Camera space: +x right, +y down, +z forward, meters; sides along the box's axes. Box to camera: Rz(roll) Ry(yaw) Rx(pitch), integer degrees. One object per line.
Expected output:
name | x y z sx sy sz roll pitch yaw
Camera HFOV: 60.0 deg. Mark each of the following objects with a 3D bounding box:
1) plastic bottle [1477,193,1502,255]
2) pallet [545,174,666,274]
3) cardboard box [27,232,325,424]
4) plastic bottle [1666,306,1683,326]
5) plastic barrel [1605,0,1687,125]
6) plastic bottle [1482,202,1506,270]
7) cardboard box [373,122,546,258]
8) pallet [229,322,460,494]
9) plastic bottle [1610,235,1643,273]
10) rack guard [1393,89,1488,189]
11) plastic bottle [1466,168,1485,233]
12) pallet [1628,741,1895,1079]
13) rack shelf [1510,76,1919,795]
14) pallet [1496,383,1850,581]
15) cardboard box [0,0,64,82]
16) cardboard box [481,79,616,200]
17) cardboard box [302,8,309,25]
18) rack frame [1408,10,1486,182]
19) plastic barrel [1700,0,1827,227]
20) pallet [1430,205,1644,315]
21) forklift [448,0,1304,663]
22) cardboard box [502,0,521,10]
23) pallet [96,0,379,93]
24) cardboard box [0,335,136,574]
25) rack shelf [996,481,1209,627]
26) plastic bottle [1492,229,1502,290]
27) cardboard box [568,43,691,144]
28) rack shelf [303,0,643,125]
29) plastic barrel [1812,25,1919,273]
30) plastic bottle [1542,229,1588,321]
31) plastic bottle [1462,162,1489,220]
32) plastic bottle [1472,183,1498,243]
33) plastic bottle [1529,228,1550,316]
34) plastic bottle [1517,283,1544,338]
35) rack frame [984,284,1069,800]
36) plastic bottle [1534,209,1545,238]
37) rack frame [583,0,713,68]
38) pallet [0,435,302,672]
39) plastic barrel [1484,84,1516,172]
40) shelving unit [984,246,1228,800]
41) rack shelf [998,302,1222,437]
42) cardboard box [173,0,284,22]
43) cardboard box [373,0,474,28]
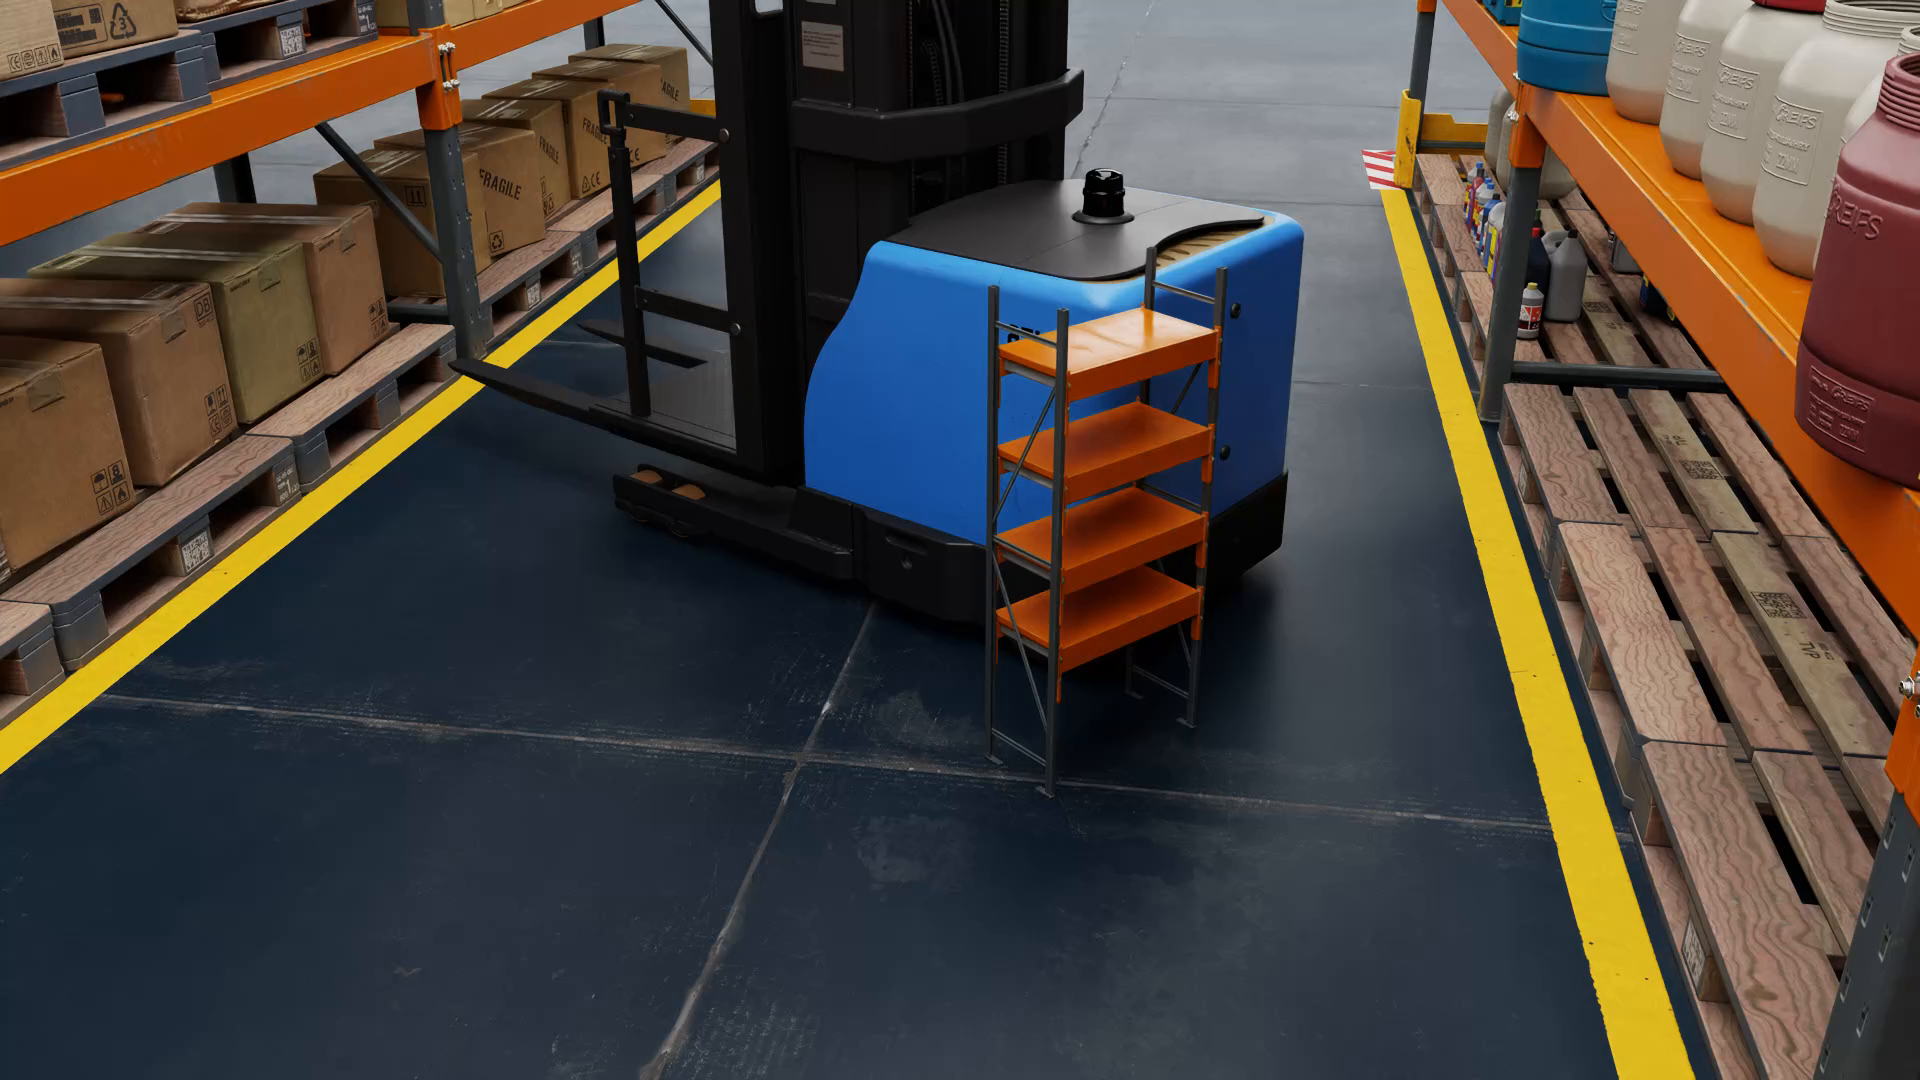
plastic bottle | 2.378 -1.410 7.424 0.097 0.271 0.097 0 25 0
pallet | -2.181 -1.656 8.538 1.003 0.211 1.213 4 25 9
cardboard box | -2.671 -0.737 5.716 0.700 0.500 0.500 4 25 8
plastic bottle | 2.838 -0.996 6.526 0.061 0.283 0.133 4 25 9
plastic barrel | 2.060 -1.457 4.664 0.433 0.535 0.433 0 25 0
plastic bottle | 2.369 -1.318 7.222 0.152 0.276 0.135 4 25 9
cardboard box | -2.262 -1.586 7.554 0.500 0.500 0.500 13 28 25
pallet | -2.579 -0.535 6.144 1.003 0.211 1.213 4 25 9
plastic bottle | 2.925 -1.311 7.207 0.152 0.276 0.135 4 25 9
rack guard | 3.121 -2.286 9.544 1.175 0.500 0.348 4 25 9
plastic bottle | 2.428 -1.592 7.798 0.061 0.283 0.133 4 25 9
pallet | 1.944 0.834 3.219 1.003 0.211 1.213 4 25 9
rack shelf | 2.106 -0.618 3.881 1.077 0.370 4.000 4 25 9
pallet | 2.343 -0.186 5.399 1.003 0.211 1.213 4 25 9
cardboard box | -2.606 -1.258 4.081 0.500 0.250 0.500 3 25 7
cardboard box | -2.103 -2.082 8.612 0.500 0.500 0.500 6 26 13
cardboard box | -2.708 -2.120 6.537 0.380 0.149 0.250 4 25 9
rack frame | 3.087 -3.453 9.089 1.000 3.000 0.127 4 25 9
plastic barrel | 1.870 -0.969 3.622 0.433 0.535 0.433 0 25 0
pallet | 2.781 -1.307 7.794 1.003 0.211 1.213 4 25 9
forklift | -0.490 -1.491 4.978 3.031 2.935 1.130 18 31 34
cardboard box | -2.054 -2.289 6.898 0.380 0.149 0.250 4 25 9
pallet | -2.722 -1.727 5.628 1.003 0.211 1.213 4 25 9
cardboard box | -2.853 -0.270 4.718 0.700 0.500 0.500 6 26 13
rack shelf | 0.330 0.025 3.940 0.480 0.148 0.258 -20 31 -36
plastic bottle | 2.271 -1.190 6.939 0.061 0.283 0.133 6 26 12
cardboard box | -1.918 -2.595 9.708 0.500 0.500 0.500 9 27 18
rack shelf | -2.126 -2.634 8.188 1.077 0.370 4.000 4 25 9
plastic barrel | 1.737 -0.603 2.868 0.421 0.512 0.421 0 25 0
plastic bottle | 2.396 -1.059 6.580 0.144 0.351 0.185 4 25 9
plastic bottle | 2.483 -1.680 8.001 0.097 0.271 0.097 0 25 0
plastic bottle | 2.411 -1.495 7.605 0.097 0.271 0.097 0 25 0
plastic bottle | 2.254 -1.069 6.602 0.144 0.351 0.185 3 25 7
plastic bottle | 2.185 -0.886 6.385 0.097 0.201 0.097 0 25 0
rack frame | 0.143 0.030 3.770 0.015 1.200 0.240 -20 31 -36
plastic bottle | 2.444 -1.258 7.084 0.061 0.283 0.133 4 25 9
rack frame | -1.799 -3.796 9.822 1.000 3.000 0.127 4 25 9
pallet | -2.776 -0.023 5.050 1.003 0.211 1.213 4 25 9
plastic barrel | 3.055 -2.236 8.928 0.421 0.512 0.421 0 25 0
shelving unit | 0.330 -0.036 3.912 0.503 1.200 0.258 -20 31 -36
rack shelf | 0.330 -0.392 3.745 0.480 0.148 0.258 -20 31 -36
cardboard box | -2.721 -2.263 5.343 1.000 1.000 1.000 4 25 9
cardboard box | -2.121 -2.079 6.449 0.380 0.149 0.250 4 25 9
